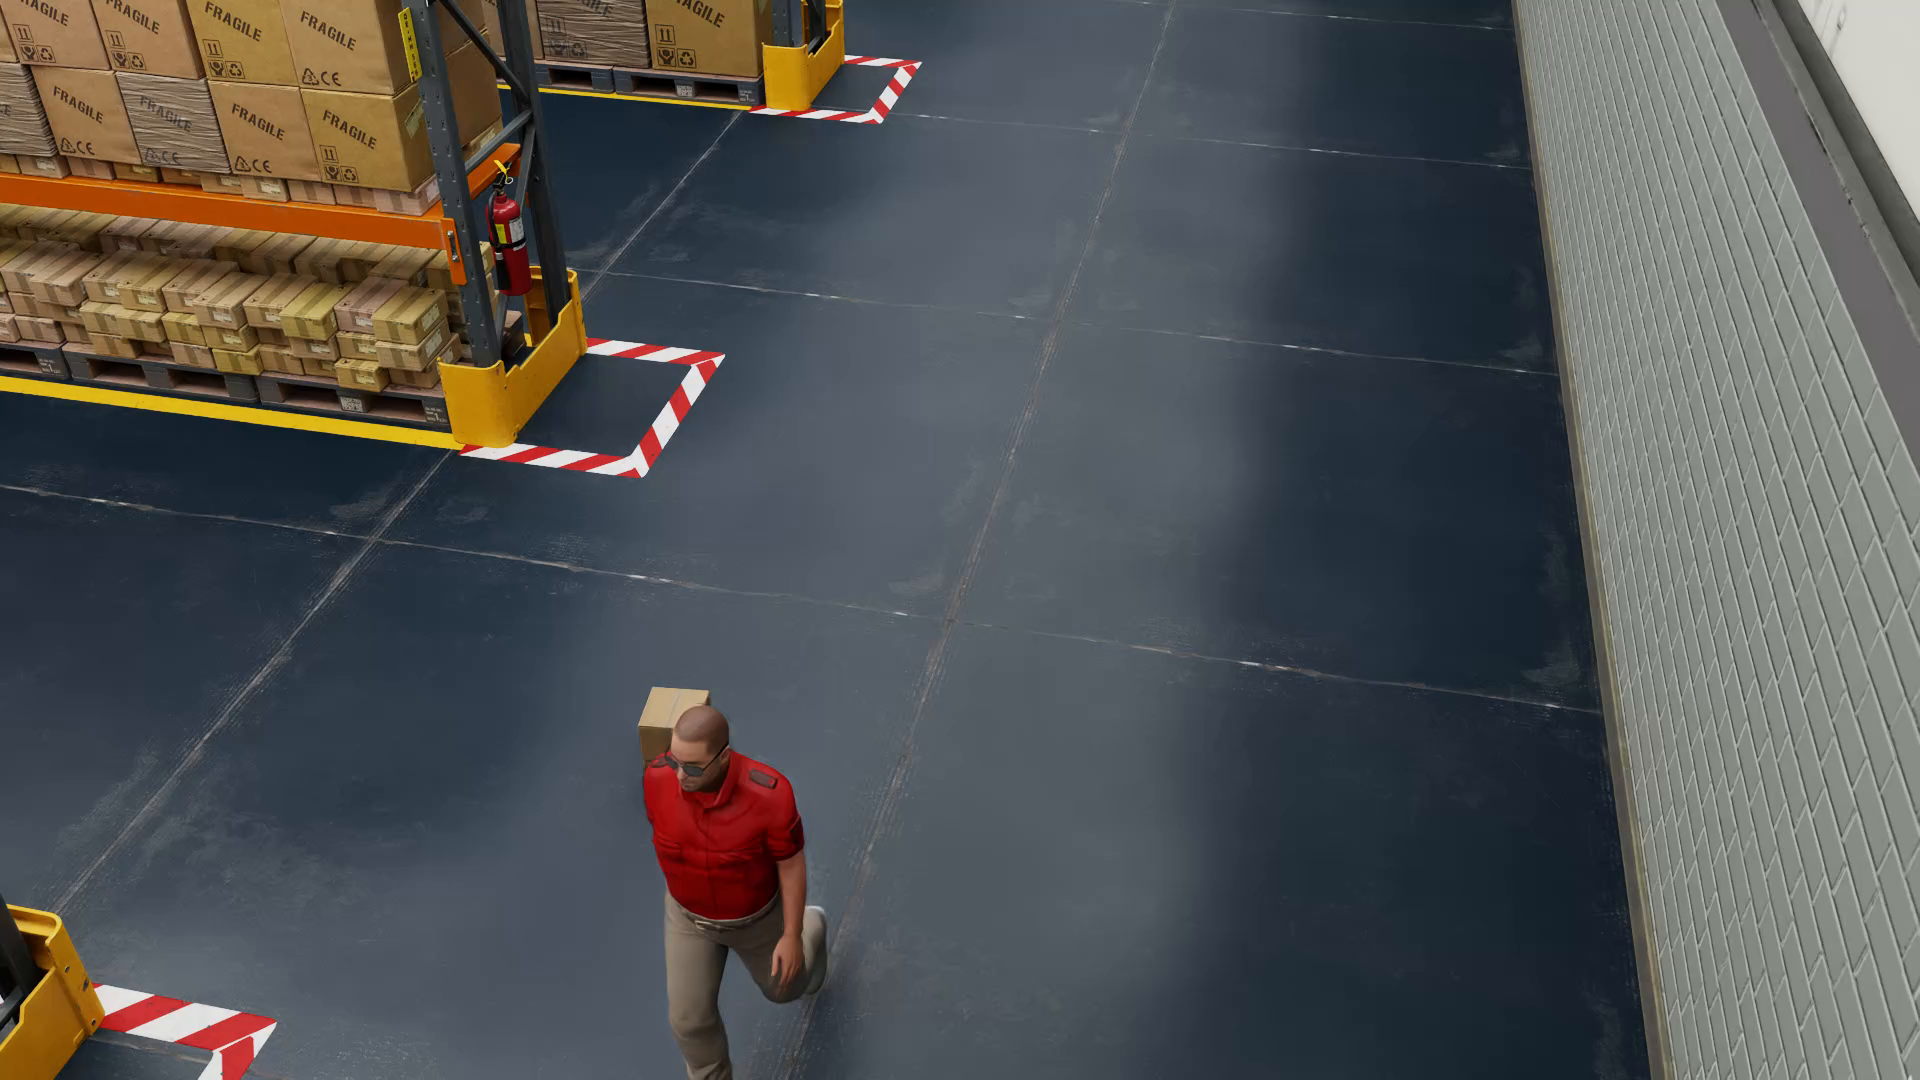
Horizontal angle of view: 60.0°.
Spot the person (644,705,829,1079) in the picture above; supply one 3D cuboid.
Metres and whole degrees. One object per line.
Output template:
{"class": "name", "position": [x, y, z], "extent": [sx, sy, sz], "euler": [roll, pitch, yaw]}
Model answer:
{"class": "person", "position": [-0.729, 1.143, 5.409], "extent": [0.536, 1.682, 0.941], "euler": [6, 37, 8]}
